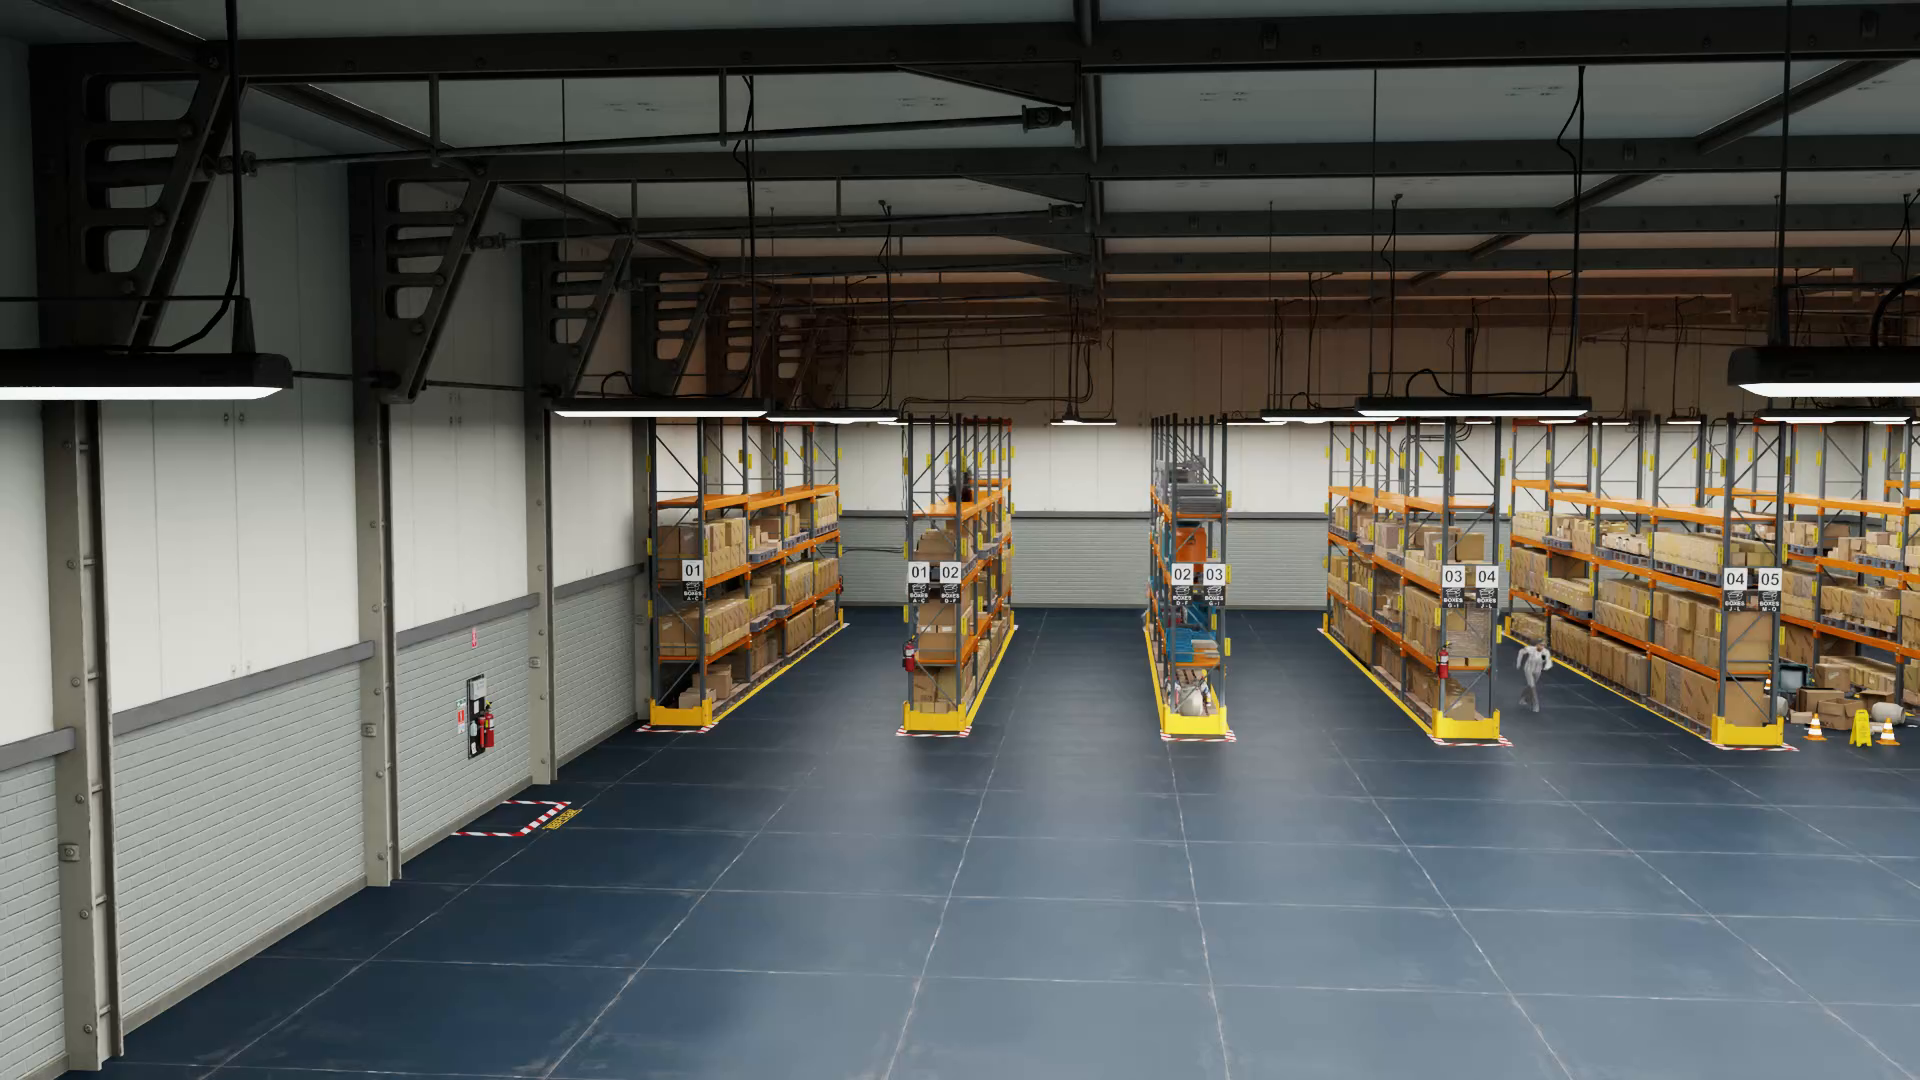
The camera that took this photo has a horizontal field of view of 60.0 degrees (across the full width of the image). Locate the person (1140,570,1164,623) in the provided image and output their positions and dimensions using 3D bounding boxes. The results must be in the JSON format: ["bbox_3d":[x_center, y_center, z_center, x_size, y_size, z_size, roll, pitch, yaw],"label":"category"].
[{"bbox_3d":[5.721,1.624,48.088,1.055,1.732,0.623,2,4,22],"label":"person"}]

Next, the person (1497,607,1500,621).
[{"bbox_3d":[13.301,2.115,42.143,0.725,1.510,0.998,1,4,18],"label":"person"}]

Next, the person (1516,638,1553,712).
[{"bbox_3d":[11.641,2.687,33.744,0.604,1.497,1.035,0,4,0],"label":"person"}]
